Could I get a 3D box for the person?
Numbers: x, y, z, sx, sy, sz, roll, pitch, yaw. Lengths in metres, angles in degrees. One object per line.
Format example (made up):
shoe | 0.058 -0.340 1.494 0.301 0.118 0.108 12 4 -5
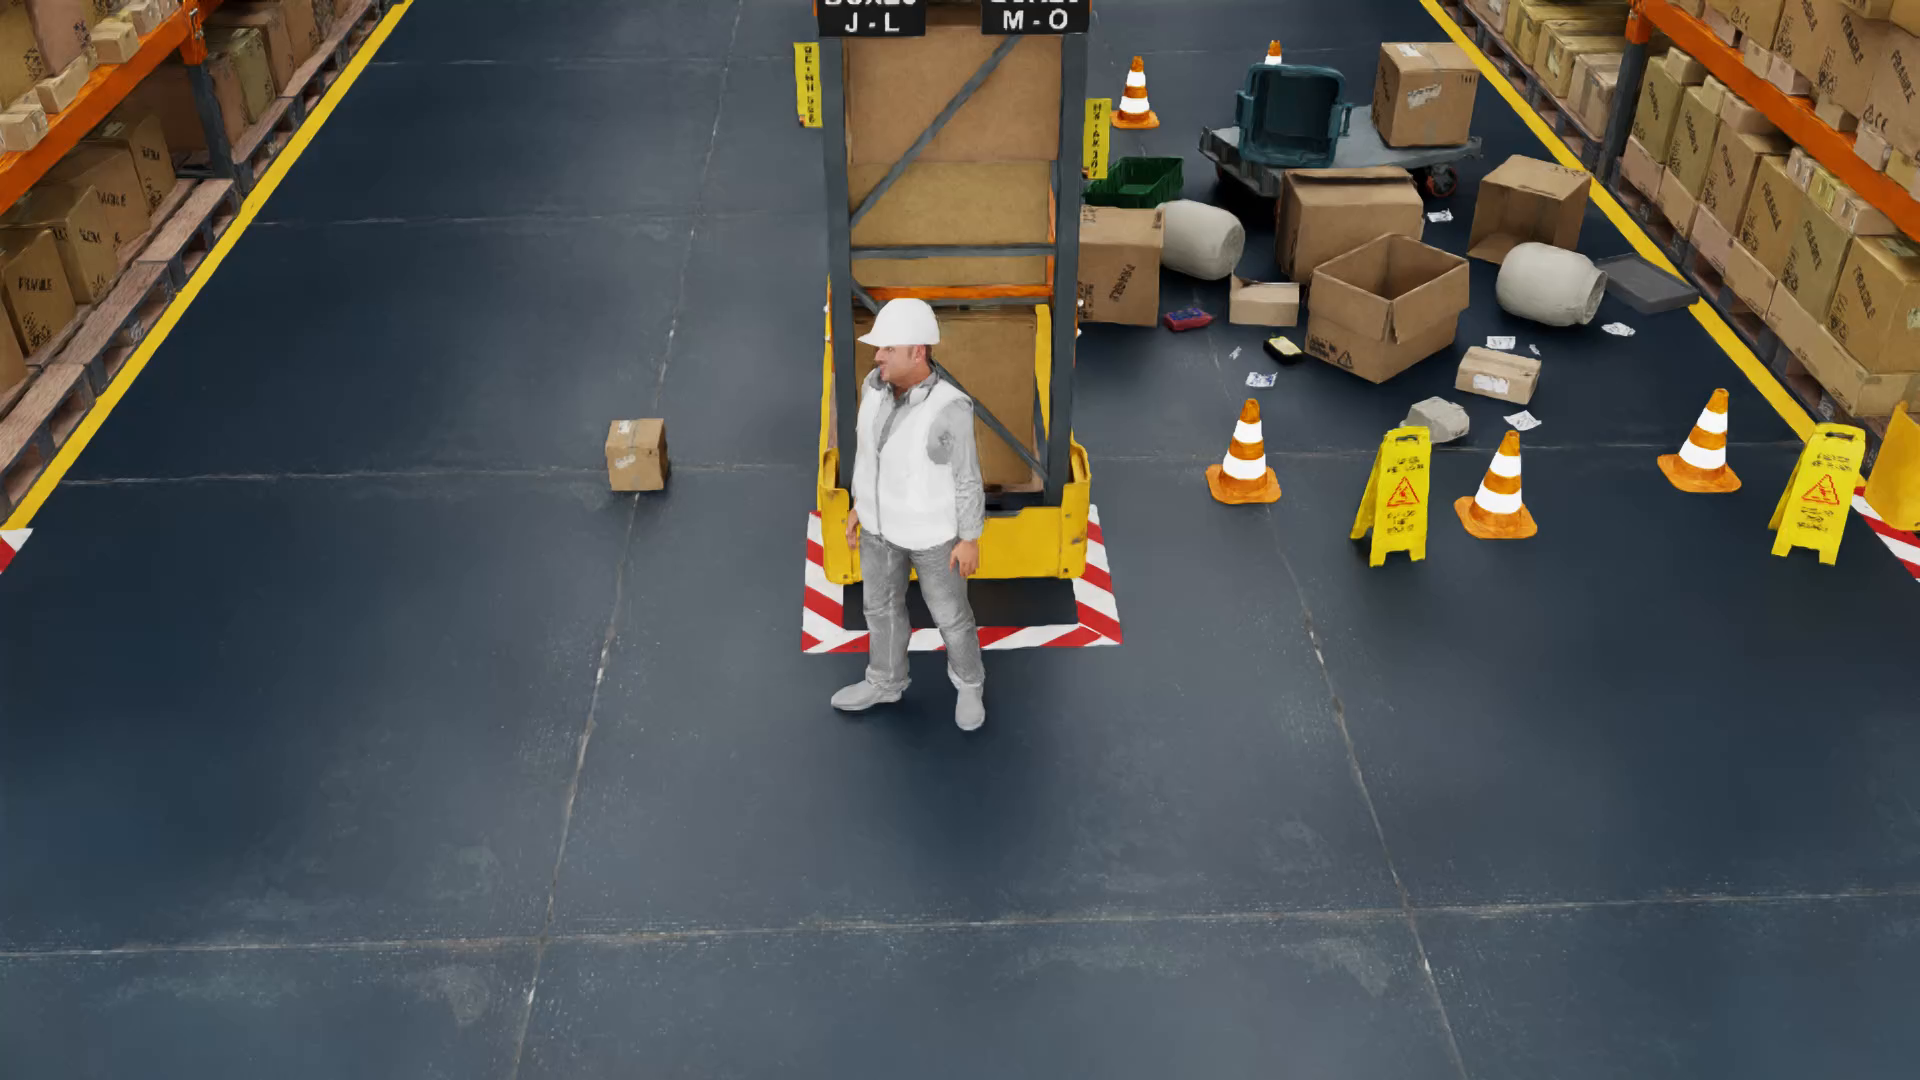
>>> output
person | -0.165 -0.057 6.194 0.580 1.778 0.477 25 42 31
